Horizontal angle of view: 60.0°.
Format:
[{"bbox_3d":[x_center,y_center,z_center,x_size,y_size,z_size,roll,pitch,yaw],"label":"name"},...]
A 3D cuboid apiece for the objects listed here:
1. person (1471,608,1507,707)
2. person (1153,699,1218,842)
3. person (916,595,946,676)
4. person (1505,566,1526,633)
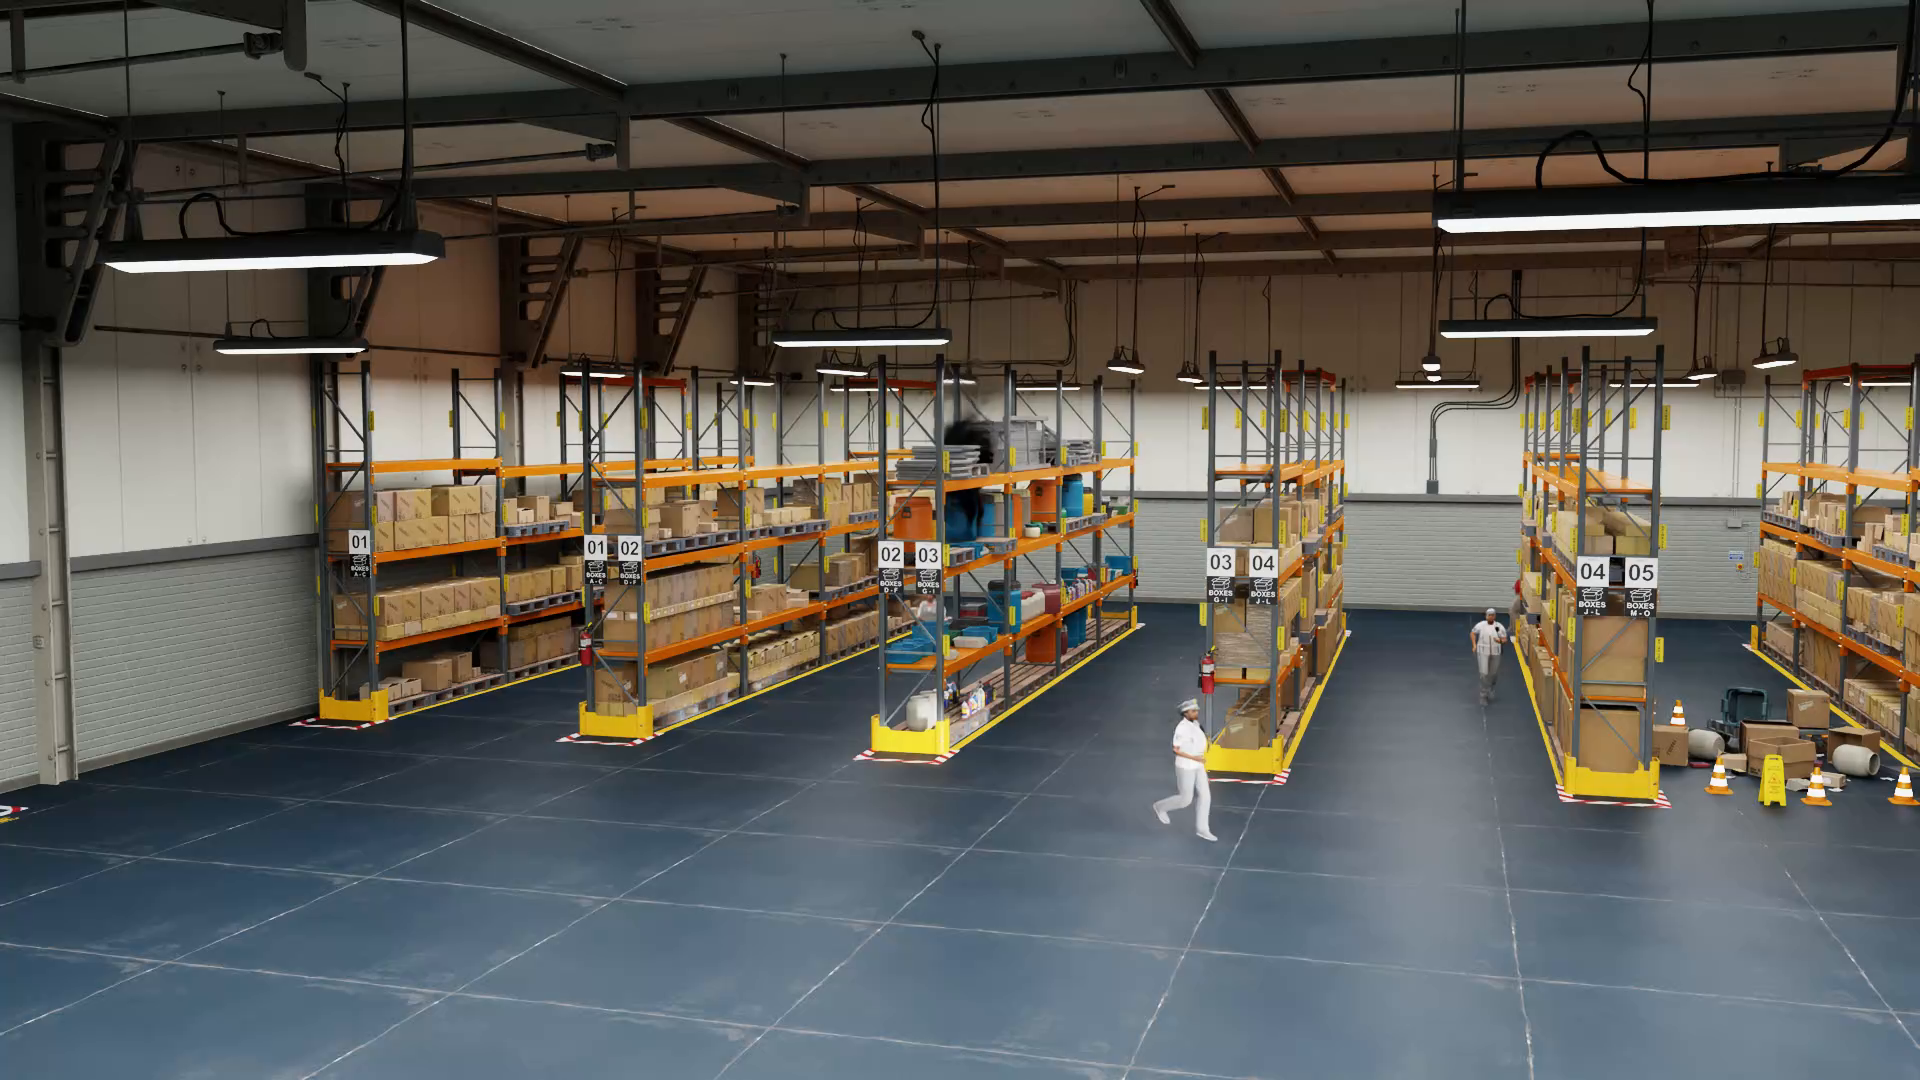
[{"bbox_3d":[9.384,2.070,29.482,0.579,1.729,0.734,1,4,8],"label":"person"},{"bbox_3d":[2.761,2.743,20.020,0.802,1.700,0.579,4,5,41],"label":"person"},{"bbox_3d":[-0.562,1.709,31.239,0.537,1.607,0.842,1,4,10],"label":"person"},{"bbox_3d":[13.178,1.367,39.036,0.906,1.697,0.718,3,5,32],"label":"person"}]
